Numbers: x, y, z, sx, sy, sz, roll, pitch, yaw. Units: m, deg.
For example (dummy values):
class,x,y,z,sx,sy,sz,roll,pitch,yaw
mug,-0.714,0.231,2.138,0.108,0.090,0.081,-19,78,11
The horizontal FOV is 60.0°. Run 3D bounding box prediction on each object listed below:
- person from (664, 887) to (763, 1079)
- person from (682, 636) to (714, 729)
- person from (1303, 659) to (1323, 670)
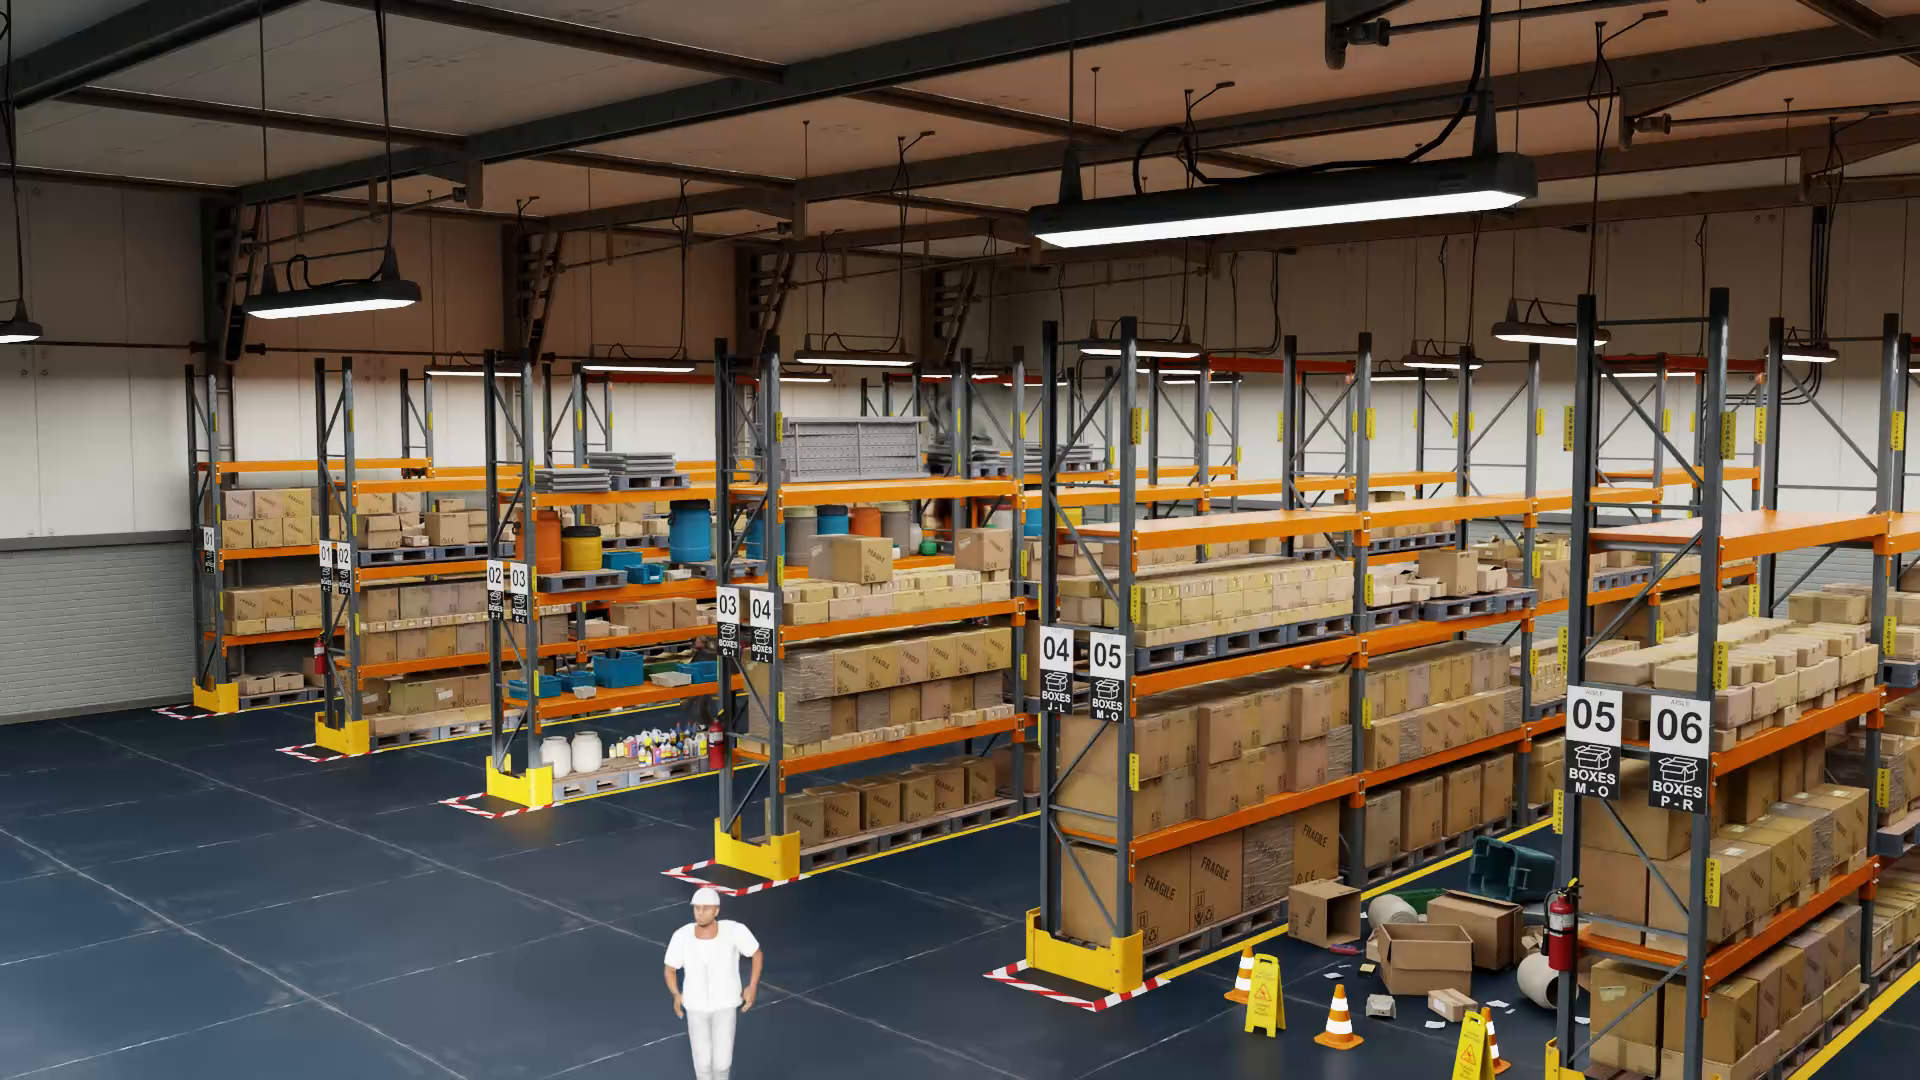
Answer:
class,x,y,z,sx,sy,sz,roll,pitch,yaw
person,-1.809,3.381,12.064,0.709,1.723,0.513,0,4,1
person,-4.113,2.332,26.328,0.536,1.611,0.628,-4,6,-39
person,5.047,2.453,23.688,0.665,1.842,0.807,3,5,34
